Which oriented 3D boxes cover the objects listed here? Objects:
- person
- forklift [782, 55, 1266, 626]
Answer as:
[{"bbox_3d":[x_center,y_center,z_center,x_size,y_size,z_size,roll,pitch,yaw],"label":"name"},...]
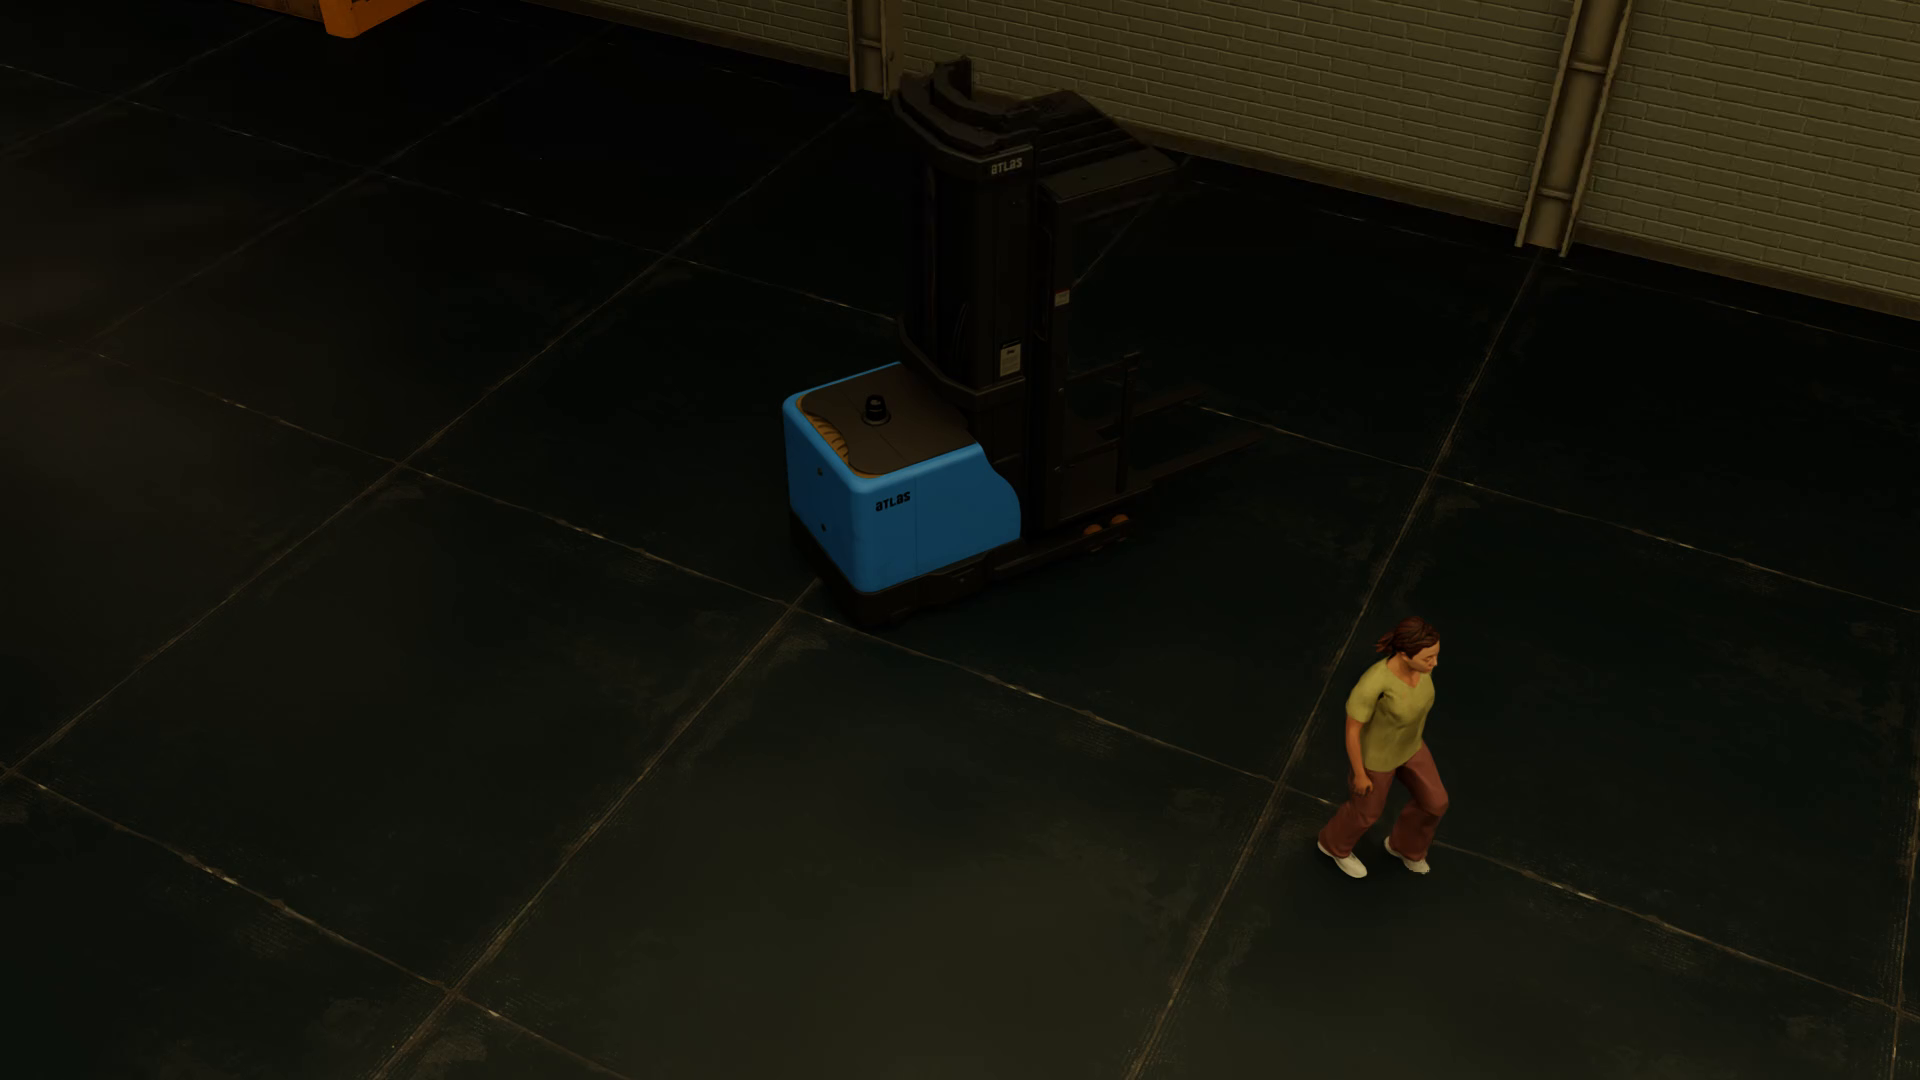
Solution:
[{"bbox_3d":[2.024,1.021,7.813,0.564,1.710,0.497,-26,46,-27],"label":"person"},{"bbox_3d":[0.494,-1.326,9.561,3.031,2.935,1.130,-20,44,-22],"label":"forklift"}]
